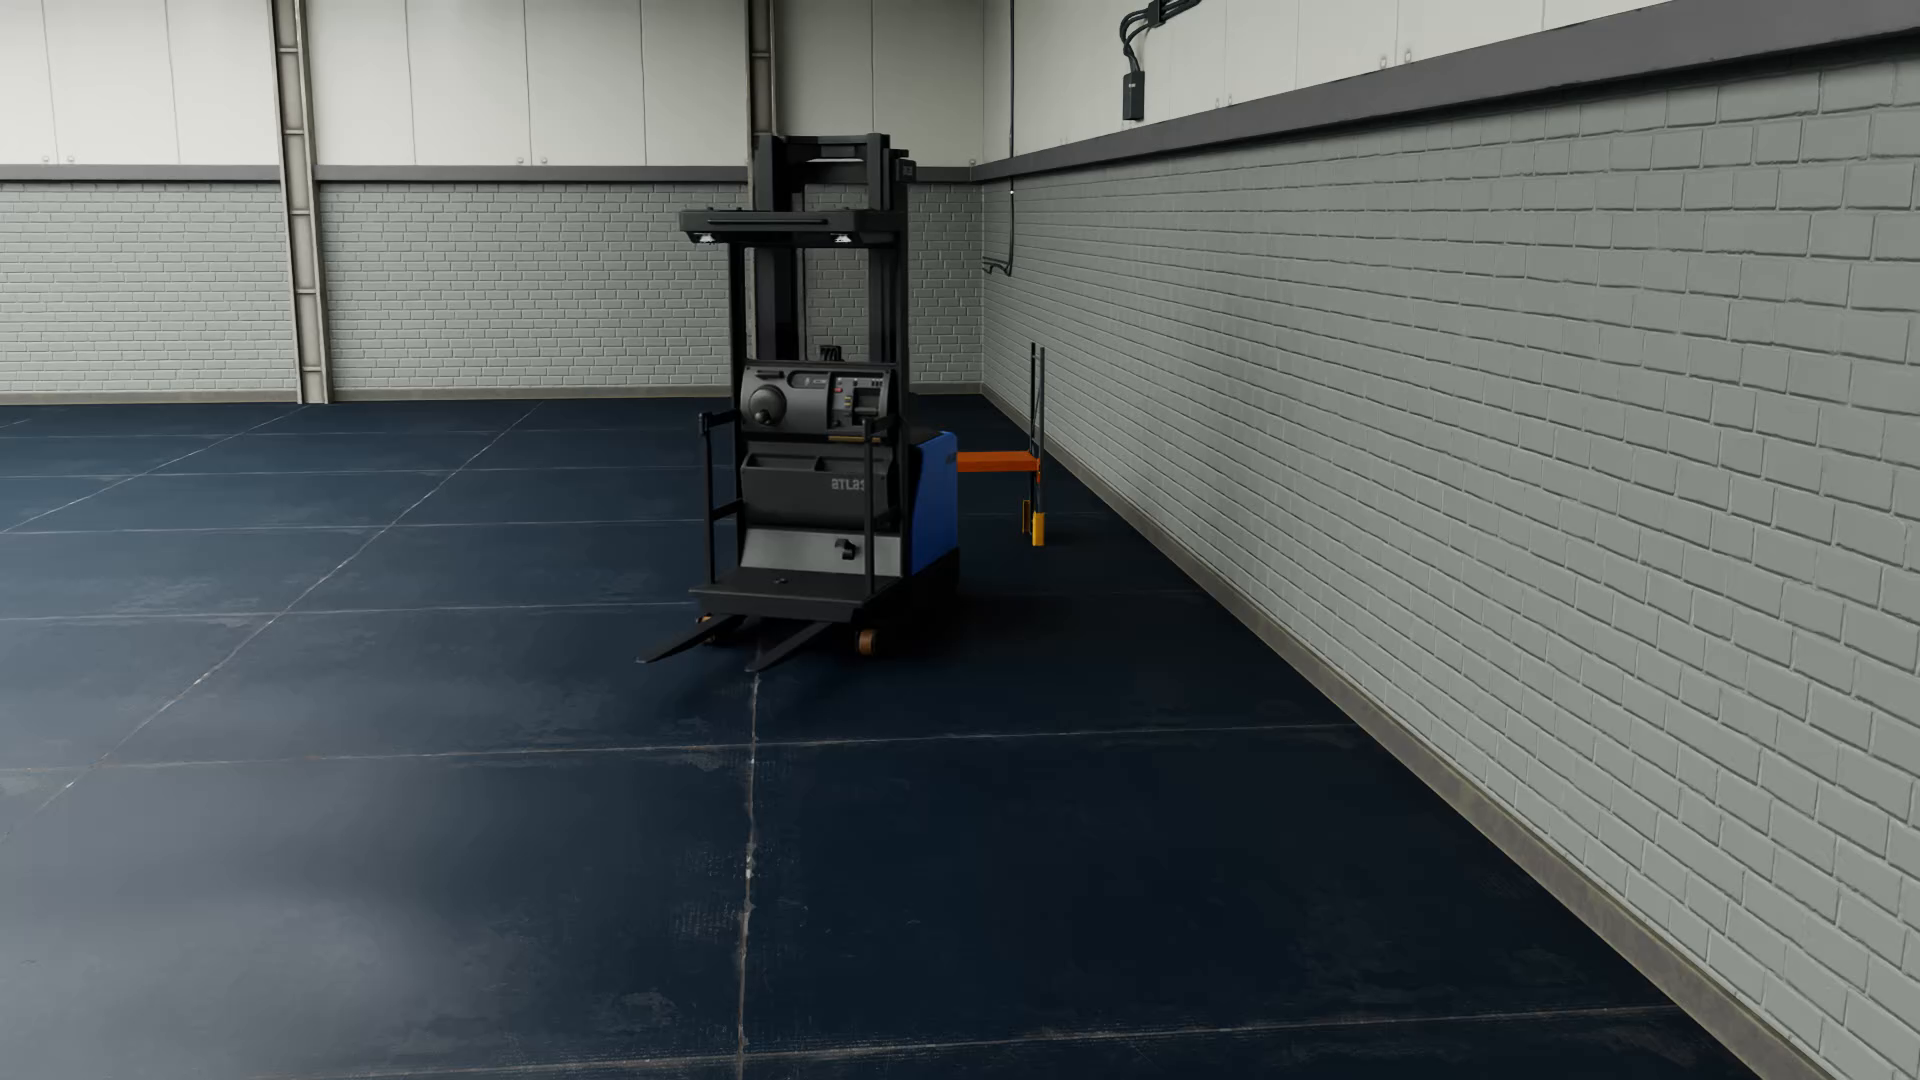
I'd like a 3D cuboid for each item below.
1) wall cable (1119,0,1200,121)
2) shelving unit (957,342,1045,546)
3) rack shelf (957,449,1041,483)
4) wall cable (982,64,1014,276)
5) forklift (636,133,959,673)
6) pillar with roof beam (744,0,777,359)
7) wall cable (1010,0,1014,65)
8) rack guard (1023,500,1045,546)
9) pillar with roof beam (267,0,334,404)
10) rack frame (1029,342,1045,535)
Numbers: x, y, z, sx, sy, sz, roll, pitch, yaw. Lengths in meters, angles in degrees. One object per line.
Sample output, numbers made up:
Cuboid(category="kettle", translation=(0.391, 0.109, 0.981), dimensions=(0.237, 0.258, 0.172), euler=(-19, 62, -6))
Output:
Cuboid(category="wall cable", translation=(1.442, -6.035, 11.423), dimensions=(0.169, 6.003, 2.305), euler=(-1, 11, -6))
Cuboid(category="shelving unit", translation=(0.076, -0.738, 12.731), dimensions=(1.083, 1.500, 0.587), euler=(-1, 11, -6))
Cuboid(category="rack shelf", translation=(0.085, -0.561, 12.767), dimensions=(1.000, 0.185, 0.538), euler=(-1, 11, -6))
Cuboid(category="wall cable", translation=(0.432, -4.664, 21.313), dimensions=(0.112, 2.526, 3.097), euler=(-1, 11, -6))
Cuboid(category="forklift", translation=(-0.912, -0.857, 9.630), dimensions=(1.130, 2.935, 3.031), euler=(3, 12, 16))
Cuboid(category="pillar with roof beam", translation=(-2.174, -5.554, 17.792), dimensions=(0.400, 9.000, 9.100), euler=(-1, 11, -6))
Cuboid(category="wall cable", translation=(0.724, -6.623, 18.187), dimensions=(0.112, 2.526, 3.097), euler=(-1, 11, -6))
Cuboid(category="rack guard", translation=(0.571, -0.135, 12.905), dimensions=(0.087, 0.250, 0.587), euler=(-1, 11, -6))
Cuboid(category="pillar with roof beam", translation=(-8.139, -5.429, 17.156), dimensions=(0.400, 9.000, 9.100), euler=(-1, 11, -6))
Cuboid(category="rack frame", translation=(0.590, -0.748, 12.786), dimensions=(0.032, 1.500, 0.500), euler=(-1, 11, -6))
